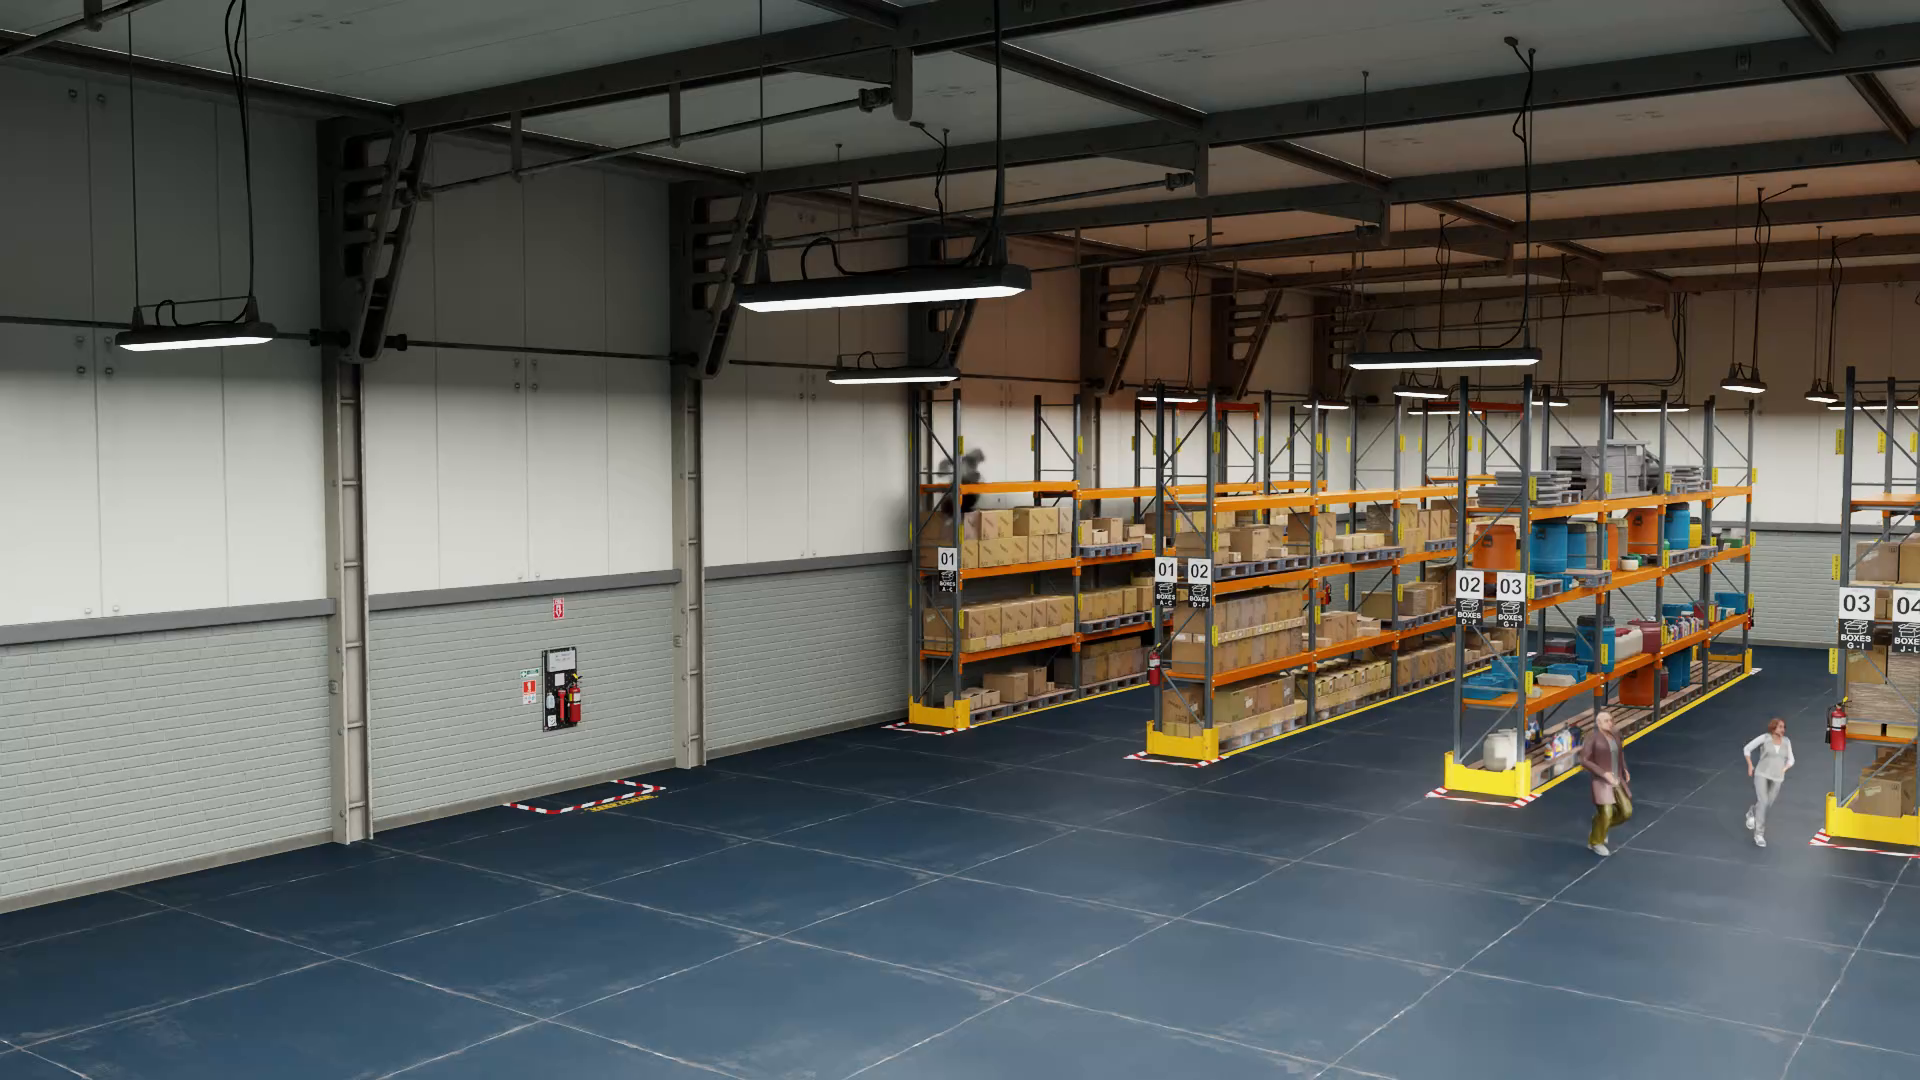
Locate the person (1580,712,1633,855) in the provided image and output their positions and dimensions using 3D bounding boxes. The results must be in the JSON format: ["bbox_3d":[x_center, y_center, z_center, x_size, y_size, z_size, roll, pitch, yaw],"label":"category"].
[{"bbox_3d":[7.928,2.979,20.344,0.714,1.744,0.629,-1,3,-20],"label":"person"}]

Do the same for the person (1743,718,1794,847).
[{"bbox_3d":[10.251,2.974,21.069,0.578,1.473,0.795,0,3,5],"label":"person"}]
